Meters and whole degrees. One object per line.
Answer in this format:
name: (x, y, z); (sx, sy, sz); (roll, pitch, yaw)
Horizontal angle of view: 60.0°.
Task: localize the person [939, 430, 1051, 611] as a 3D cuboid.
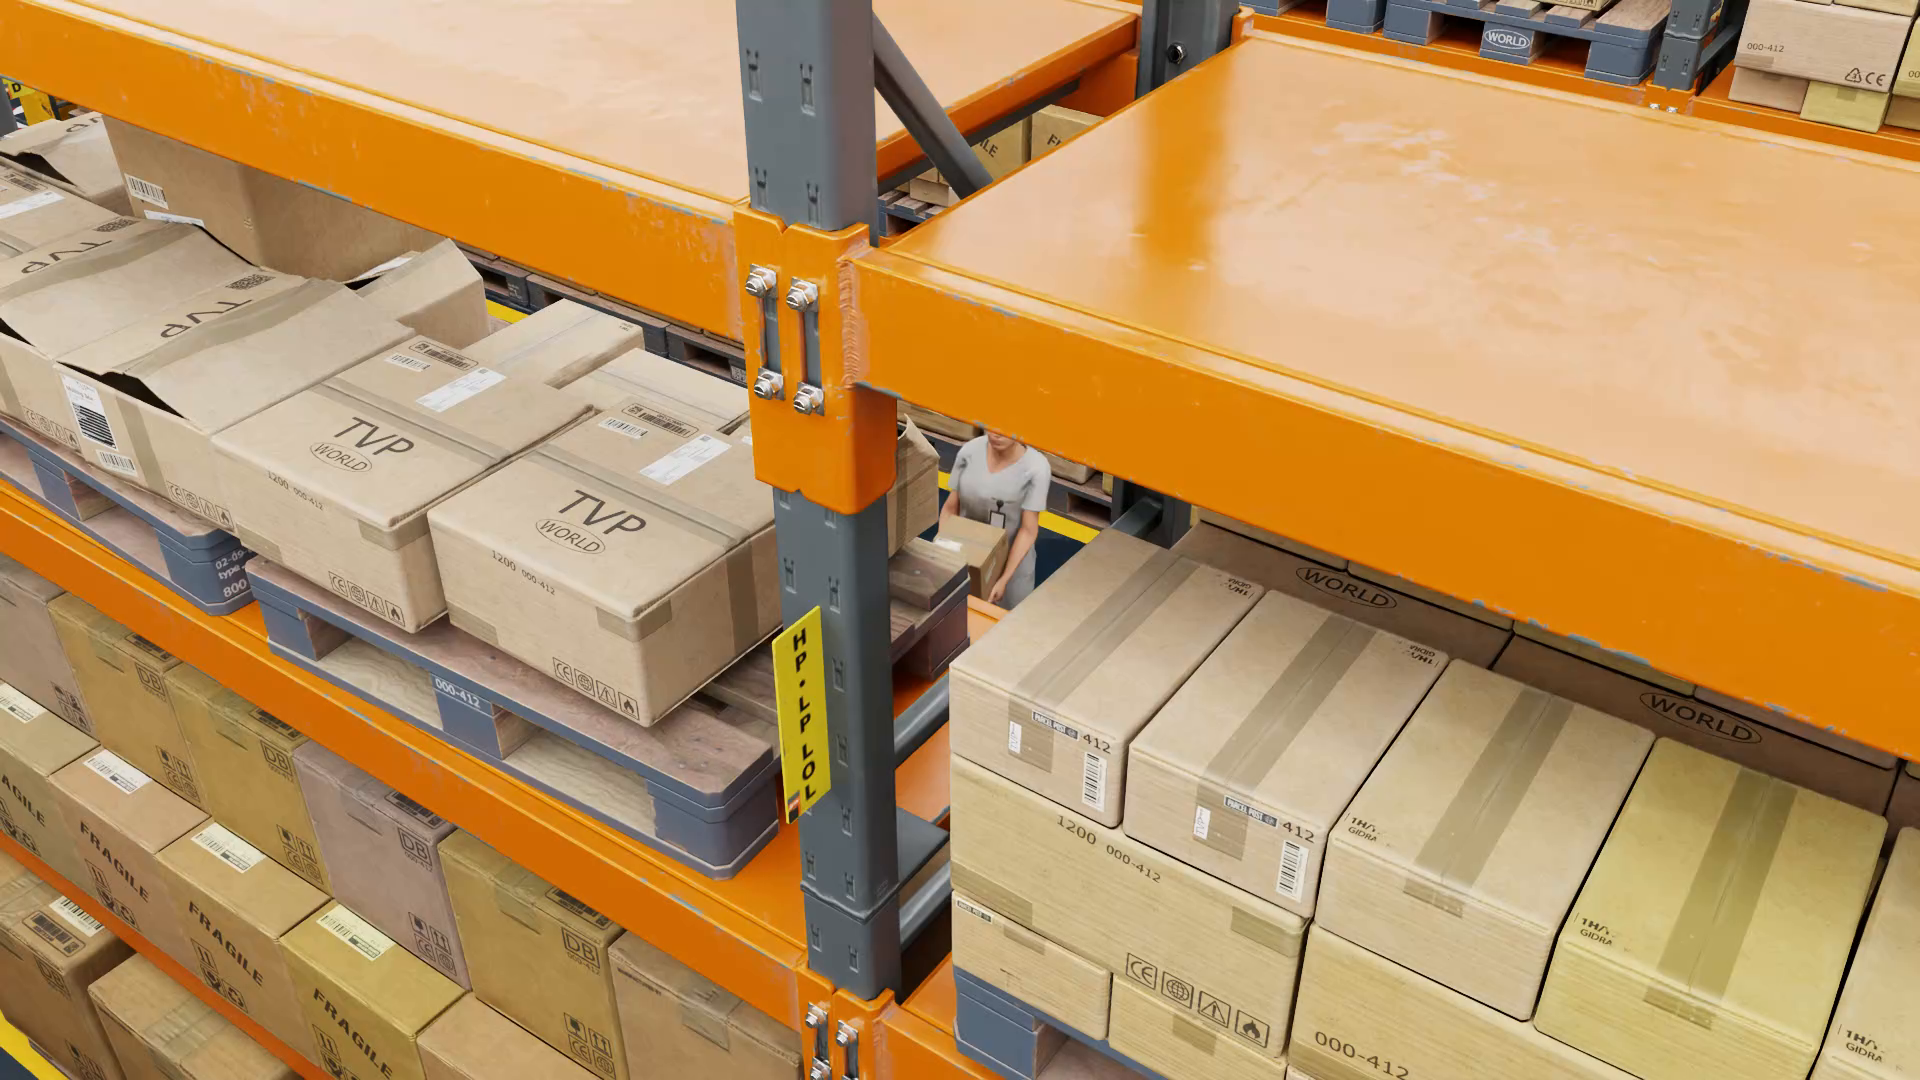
person: (0.119, 0.145, 6.946); (0.436, 1.665, 0.556); (16, 38, 22)
